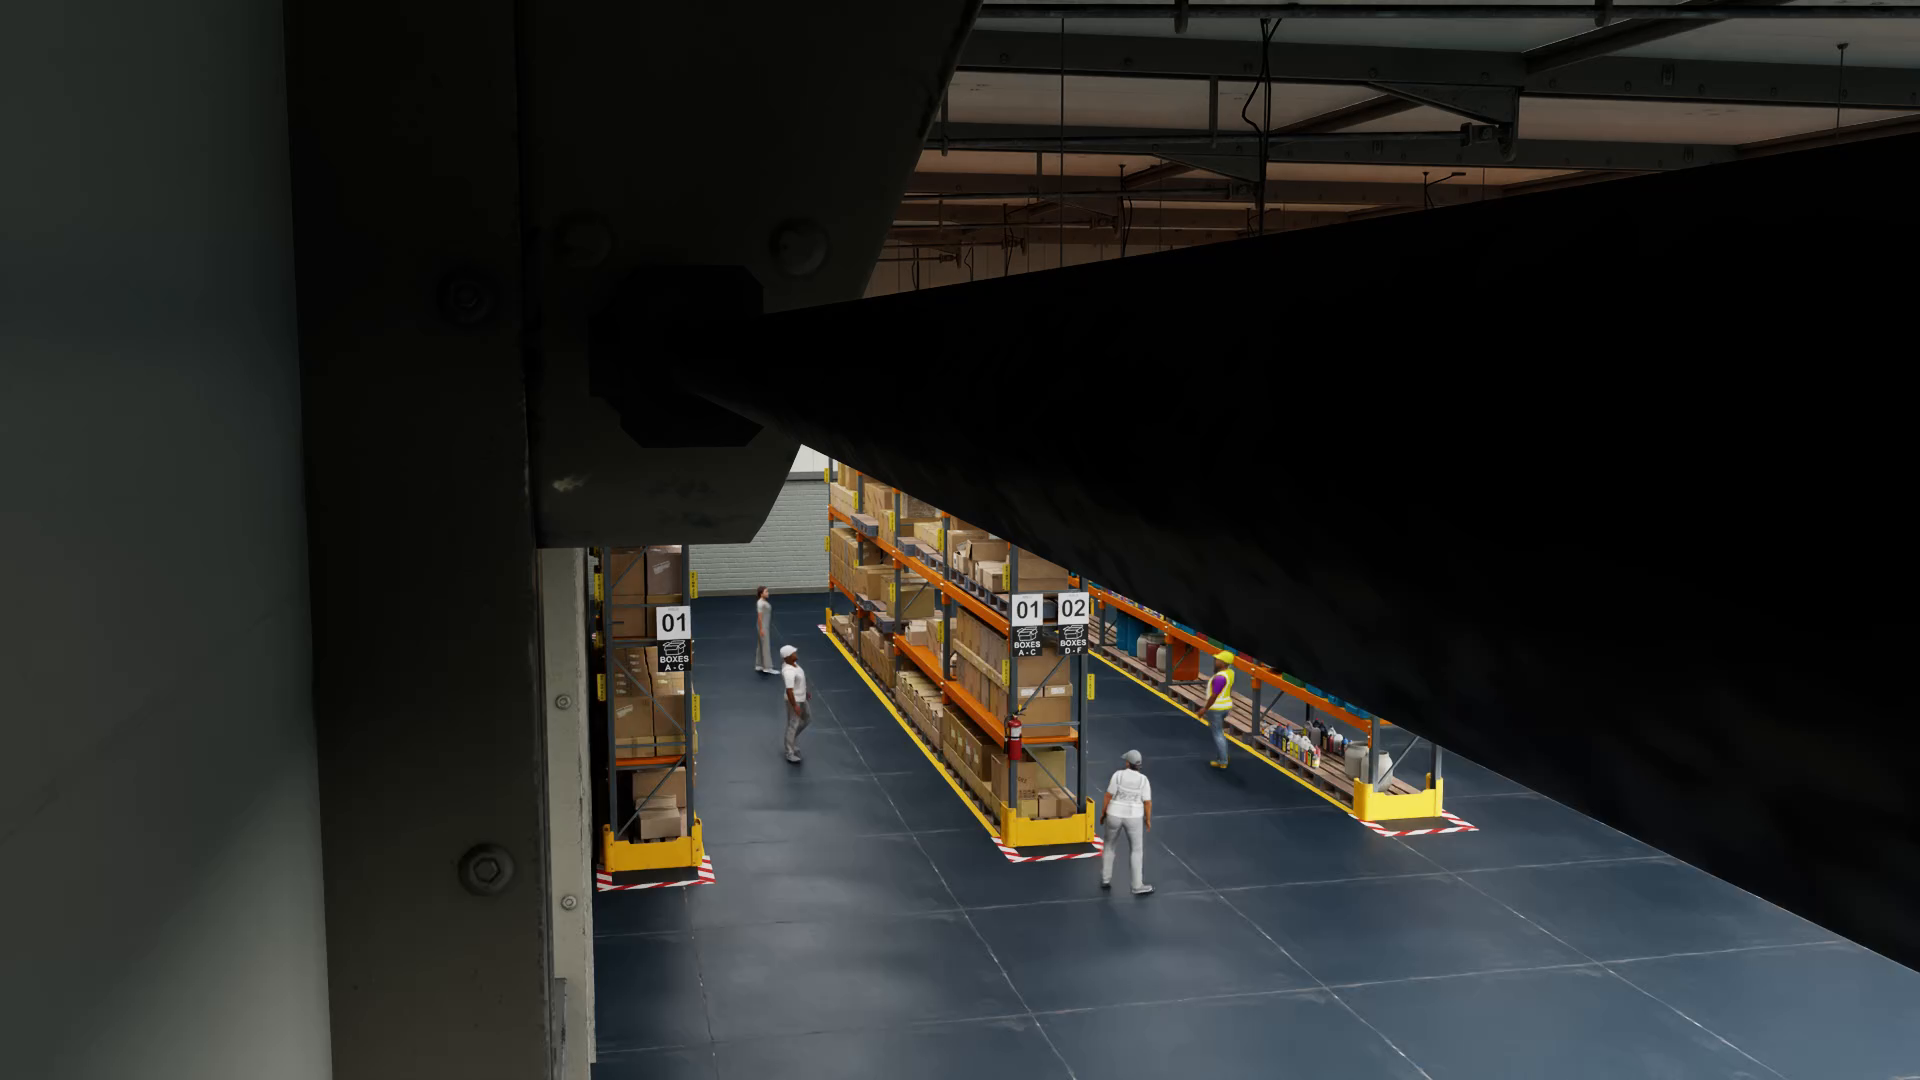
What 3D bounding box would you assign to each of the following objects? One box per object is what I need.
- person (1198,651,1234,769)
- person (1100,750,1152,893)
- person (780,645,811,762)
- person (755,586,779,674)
[{"bbox_3d":[3.824,2.534,24.749,0.494,1.803,0.622,6,9,43],"label":"person"},{"bbox_3d":[1.910,3.257,19.256,0.651,1.706,0.405,2,7,19],"label":"person"},{"bbox_3d":[-2.534,2.448,25.380,0.467,1.747,0.728,1,7,12],"label":"person"},{"bbox_3d":[-3.713,1.713,32.009,0.500,1.690,0.482,0,7,2],"label":"person"}]
